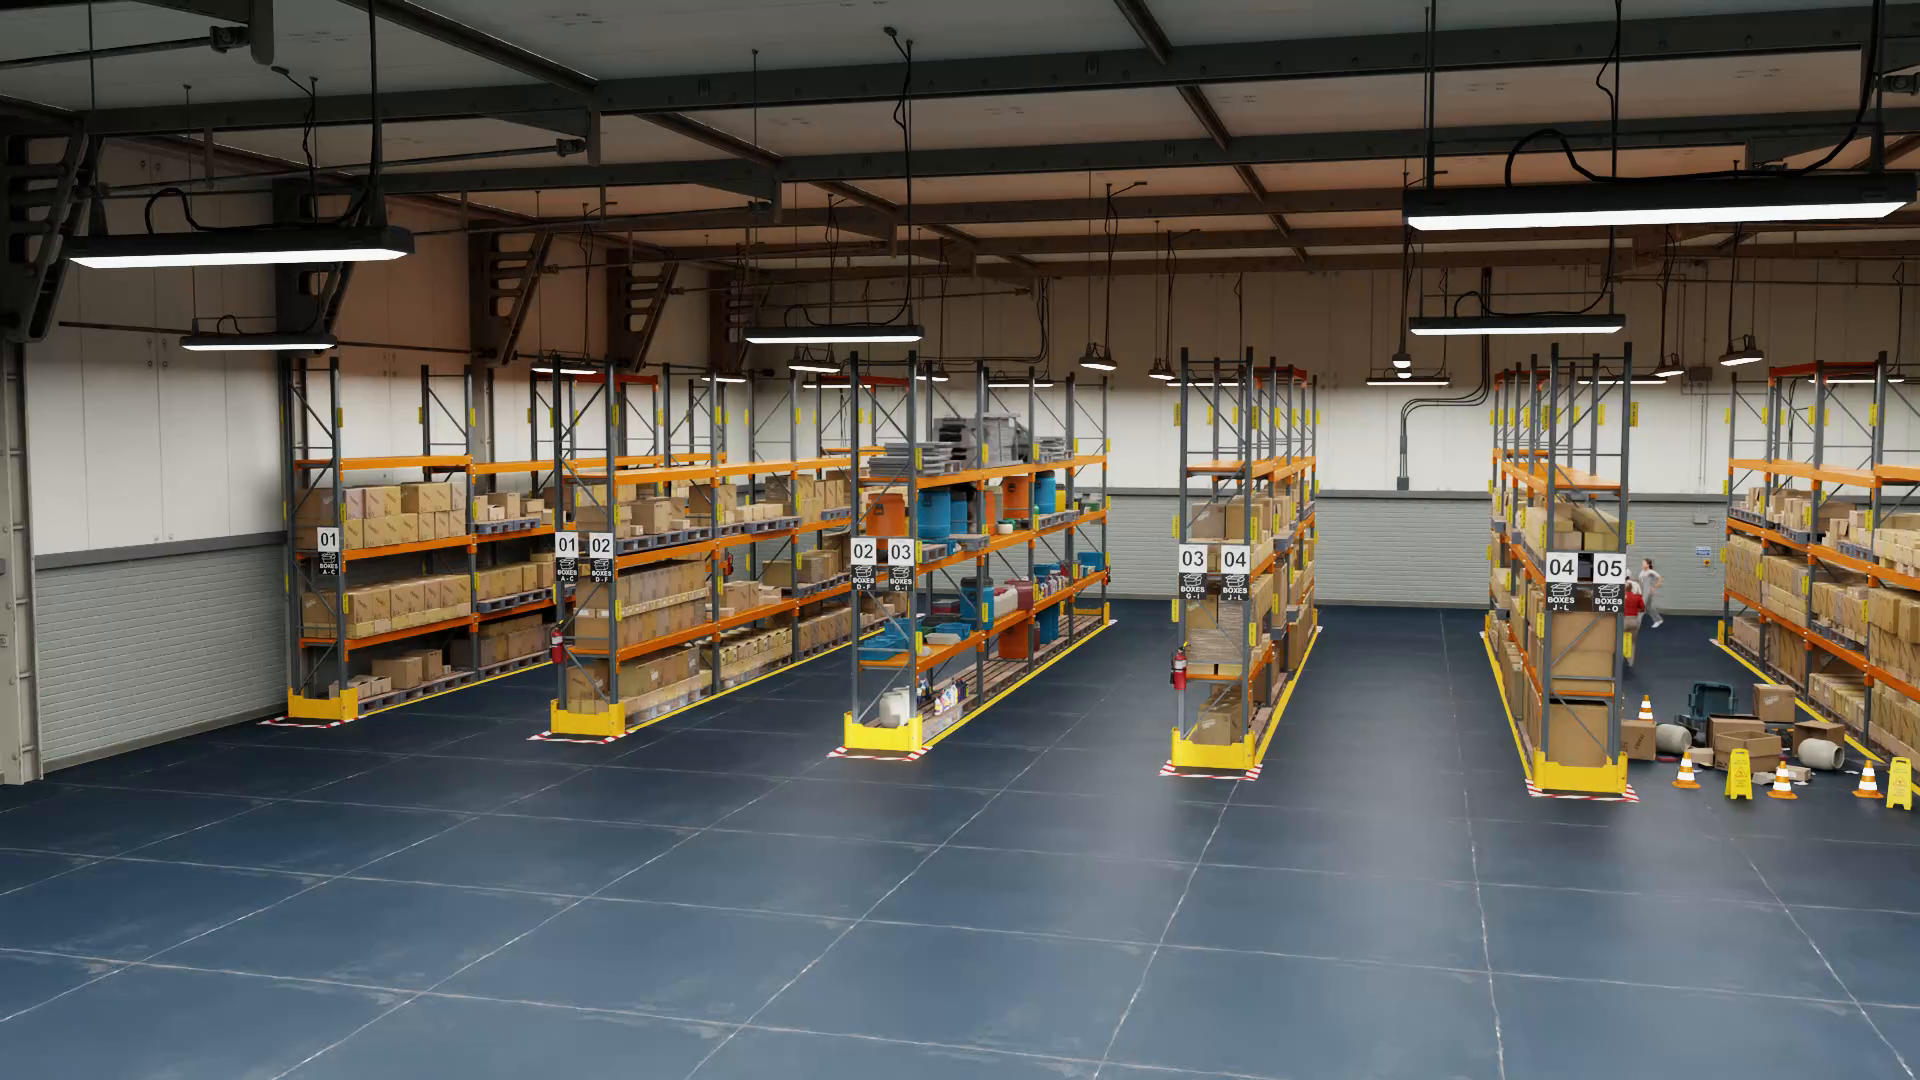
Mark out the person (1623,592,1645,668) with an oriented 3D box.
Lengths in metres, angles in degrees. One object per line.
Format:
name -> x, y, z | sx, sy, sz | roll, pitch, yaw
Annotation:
person -> 13.306, 1.777, 33.076 | 0.606, 1.728, 0.667 | 1, 4, 11

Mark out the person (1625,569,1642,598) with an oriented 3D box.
person -> 14.265, 1.524, 35.582 | 0.658, 1.833, 0.761 | 0, 4, 1

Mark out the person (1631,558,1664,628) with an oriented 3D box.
person -> 16.111, 1.264, 39.020 | 0.930, 1.672, 0.567 | 0, 4, -4
